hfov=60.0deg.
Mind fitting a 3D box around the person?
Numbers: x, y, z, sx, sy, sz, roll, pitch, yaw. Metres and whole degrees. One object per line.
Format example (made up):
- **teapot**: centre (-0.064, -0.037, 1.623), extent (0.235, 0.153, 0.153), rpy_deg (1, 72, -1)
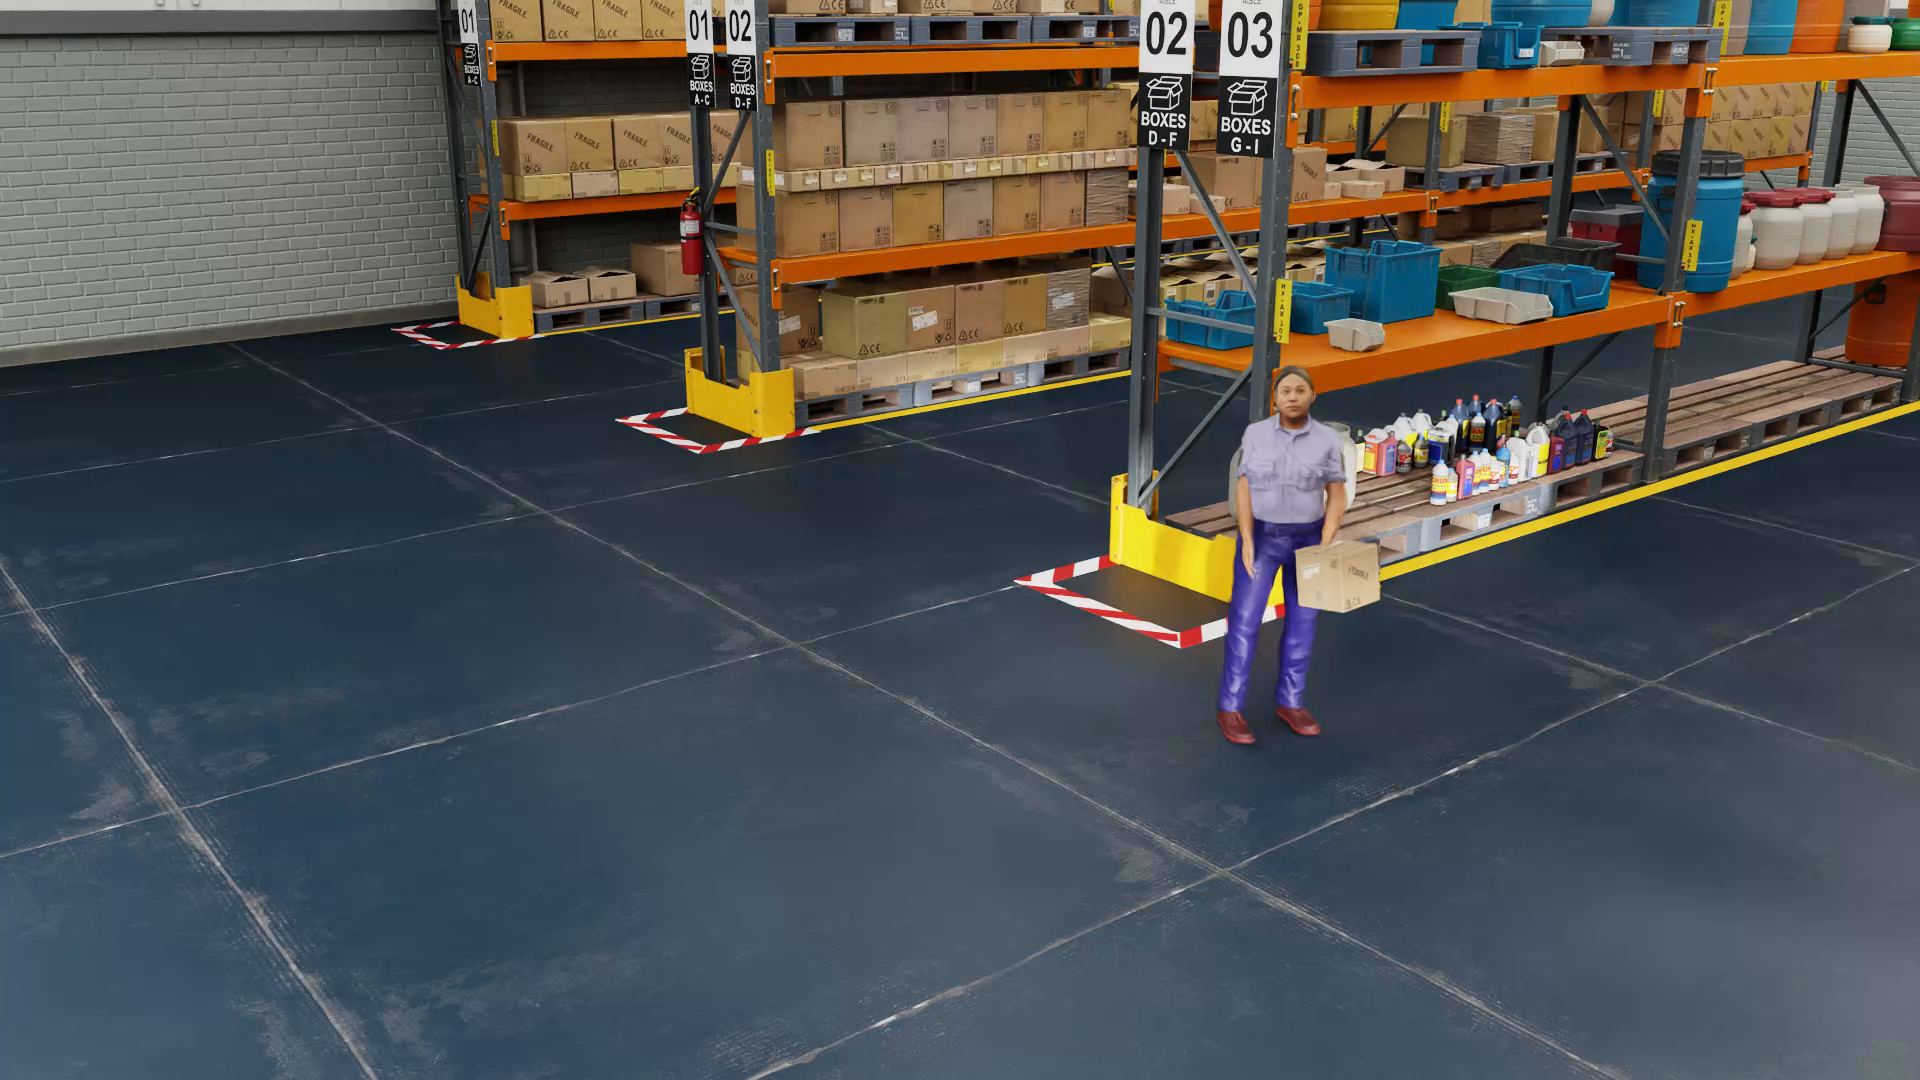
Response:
- **person**: centre (1.435, 0.074, 7.339), extent (0.518, 1.638, 0.484), rpy_deg (2, 18, 7)
